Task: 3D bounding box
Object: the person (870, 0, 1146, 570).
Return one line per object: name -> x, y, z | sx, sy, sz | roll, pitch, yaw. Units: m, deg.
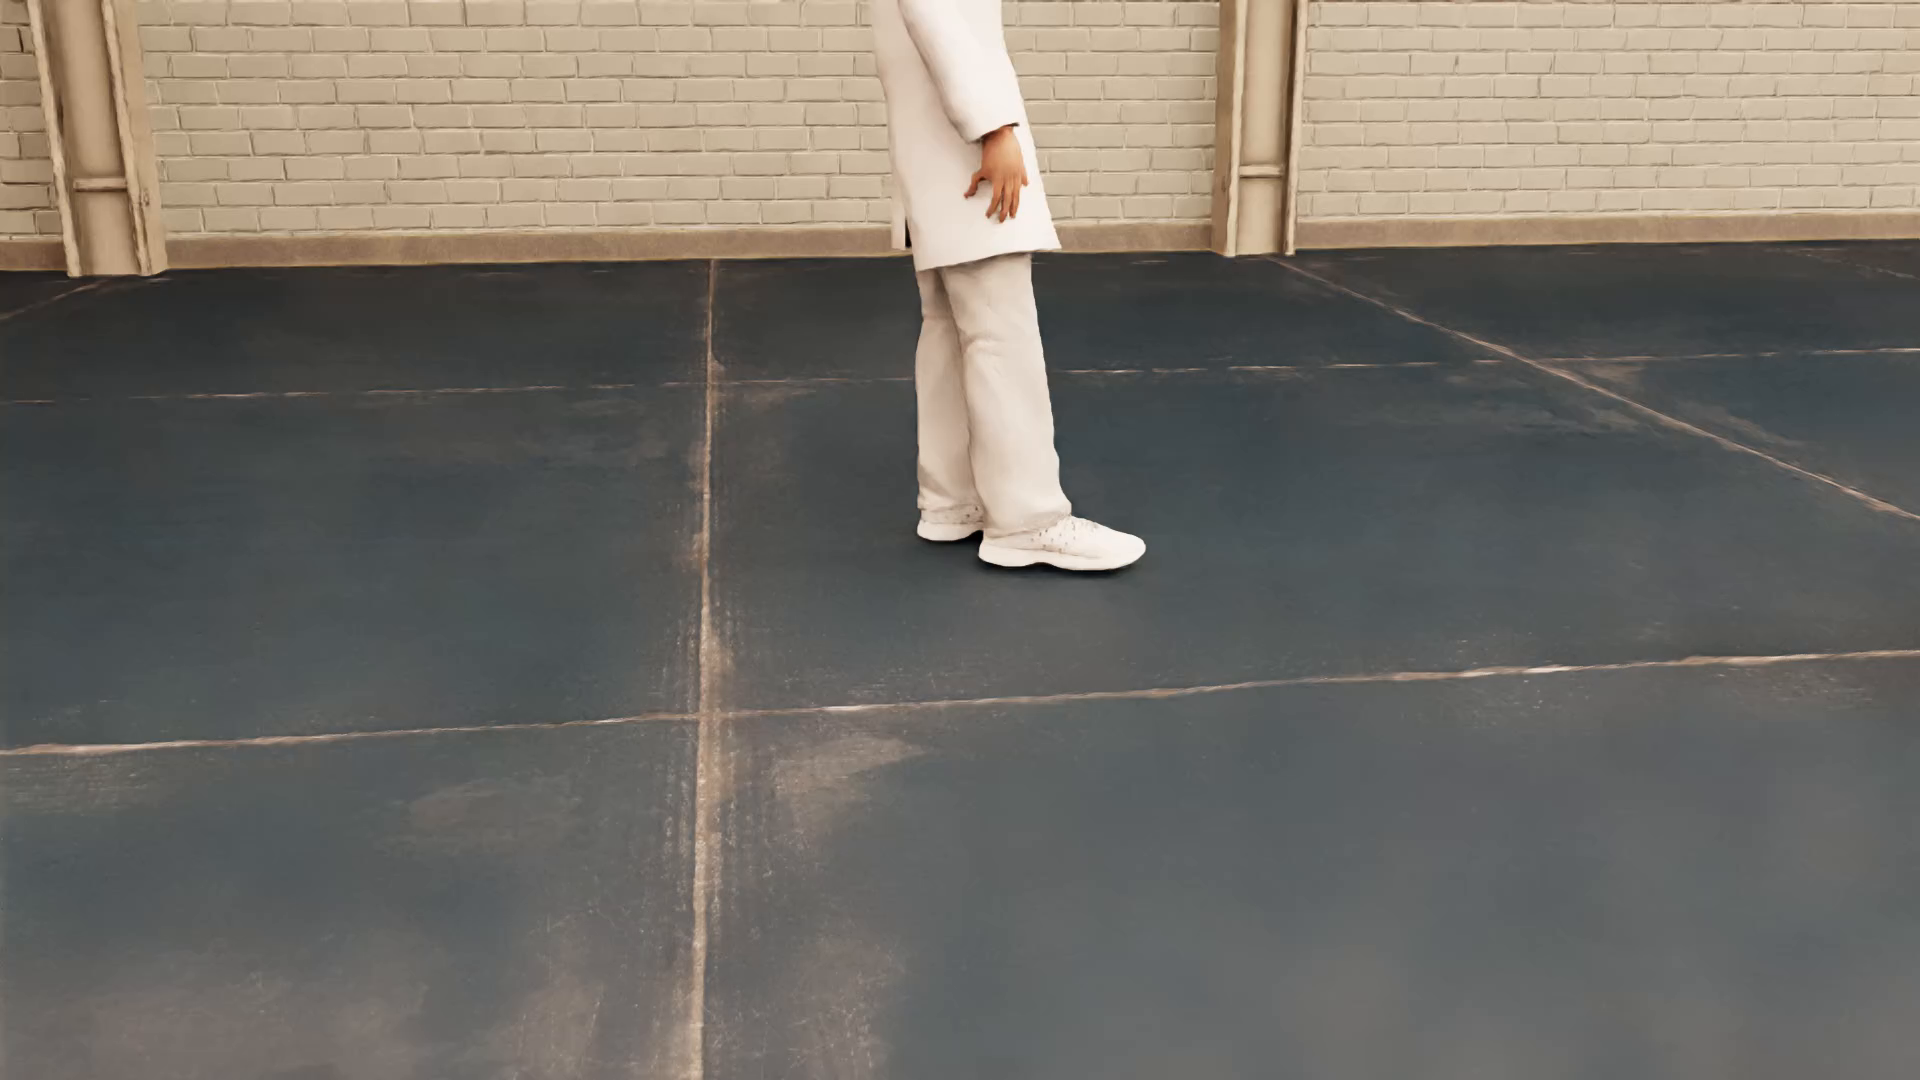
person -> 0.091, -0.860, 3.715 | 0.579, 1.776, 0.694 | -2, 17, -8
